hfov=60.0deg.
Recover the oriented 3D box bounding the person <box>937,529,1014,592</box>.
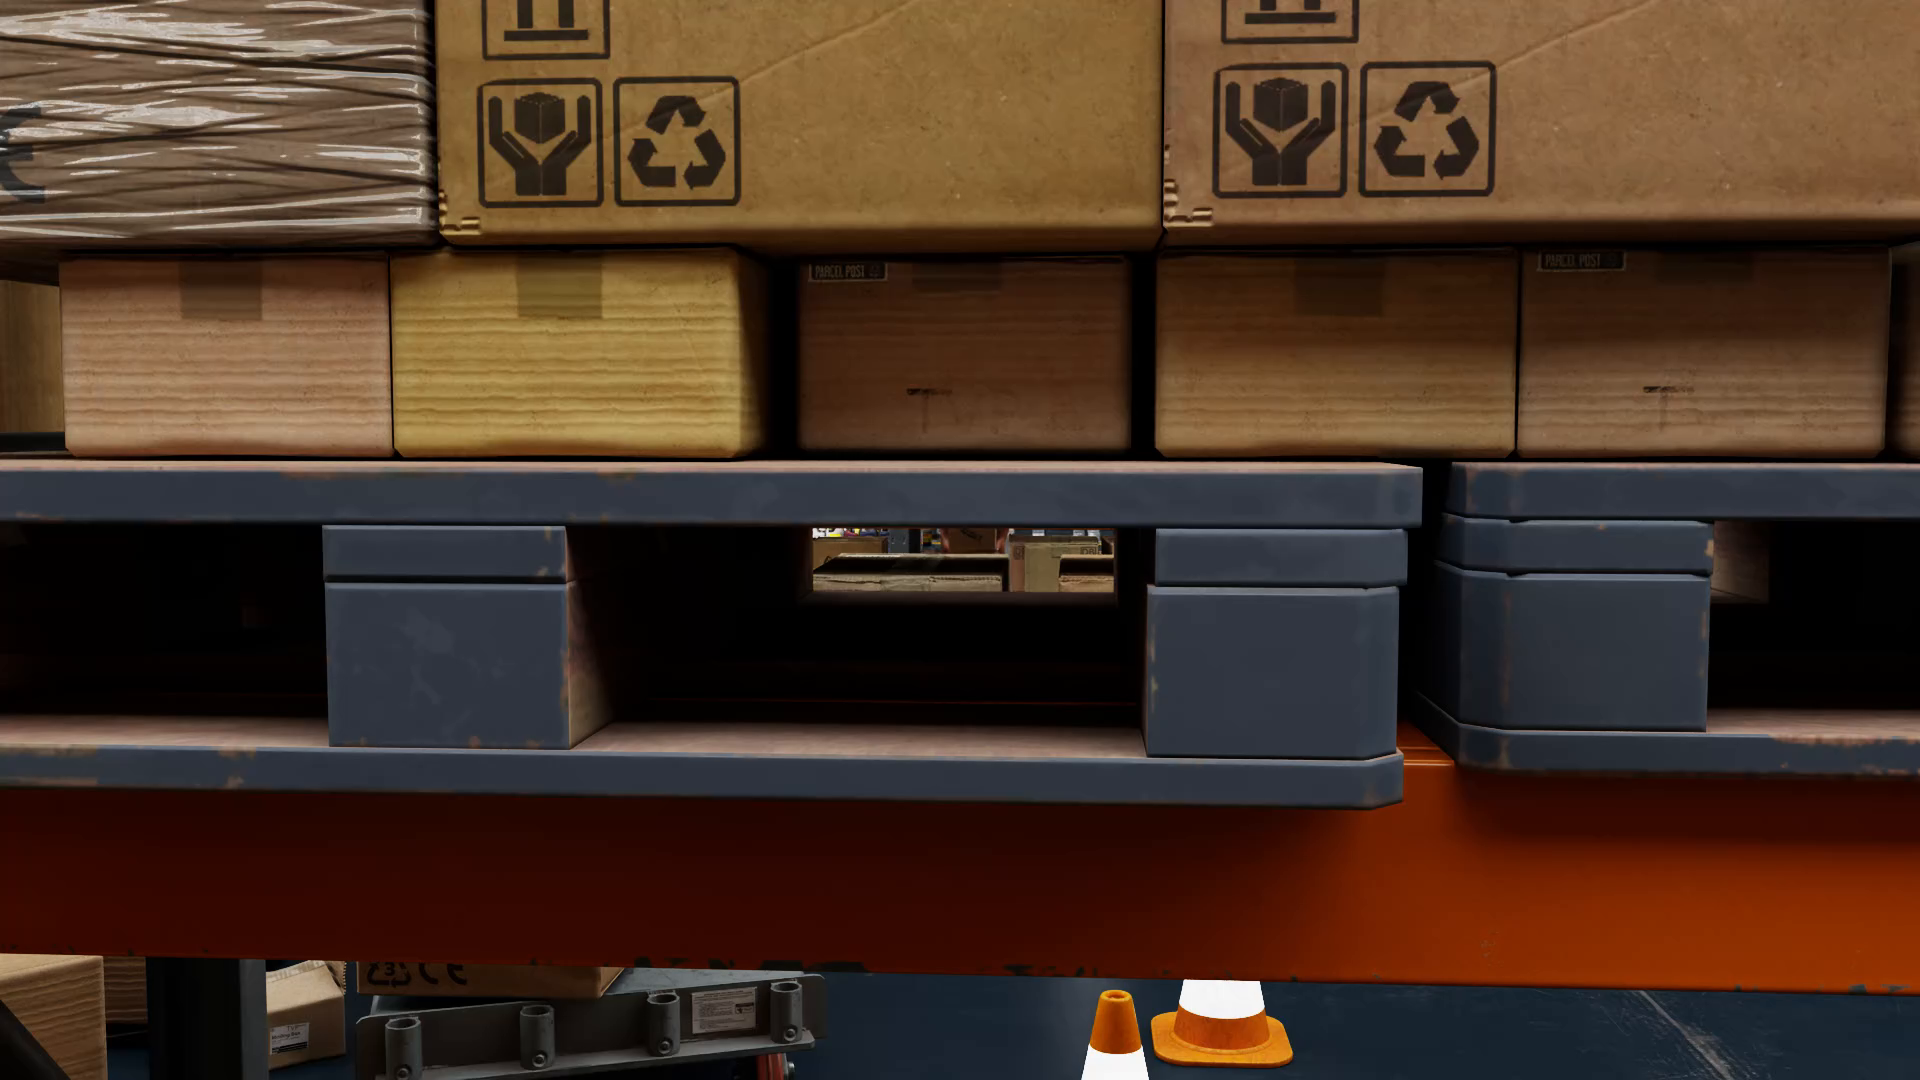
[{"bbox_3d":[0.096,0.007,9.240,0.501,1.746,0.592,0,4,3],"label":"person"}]
